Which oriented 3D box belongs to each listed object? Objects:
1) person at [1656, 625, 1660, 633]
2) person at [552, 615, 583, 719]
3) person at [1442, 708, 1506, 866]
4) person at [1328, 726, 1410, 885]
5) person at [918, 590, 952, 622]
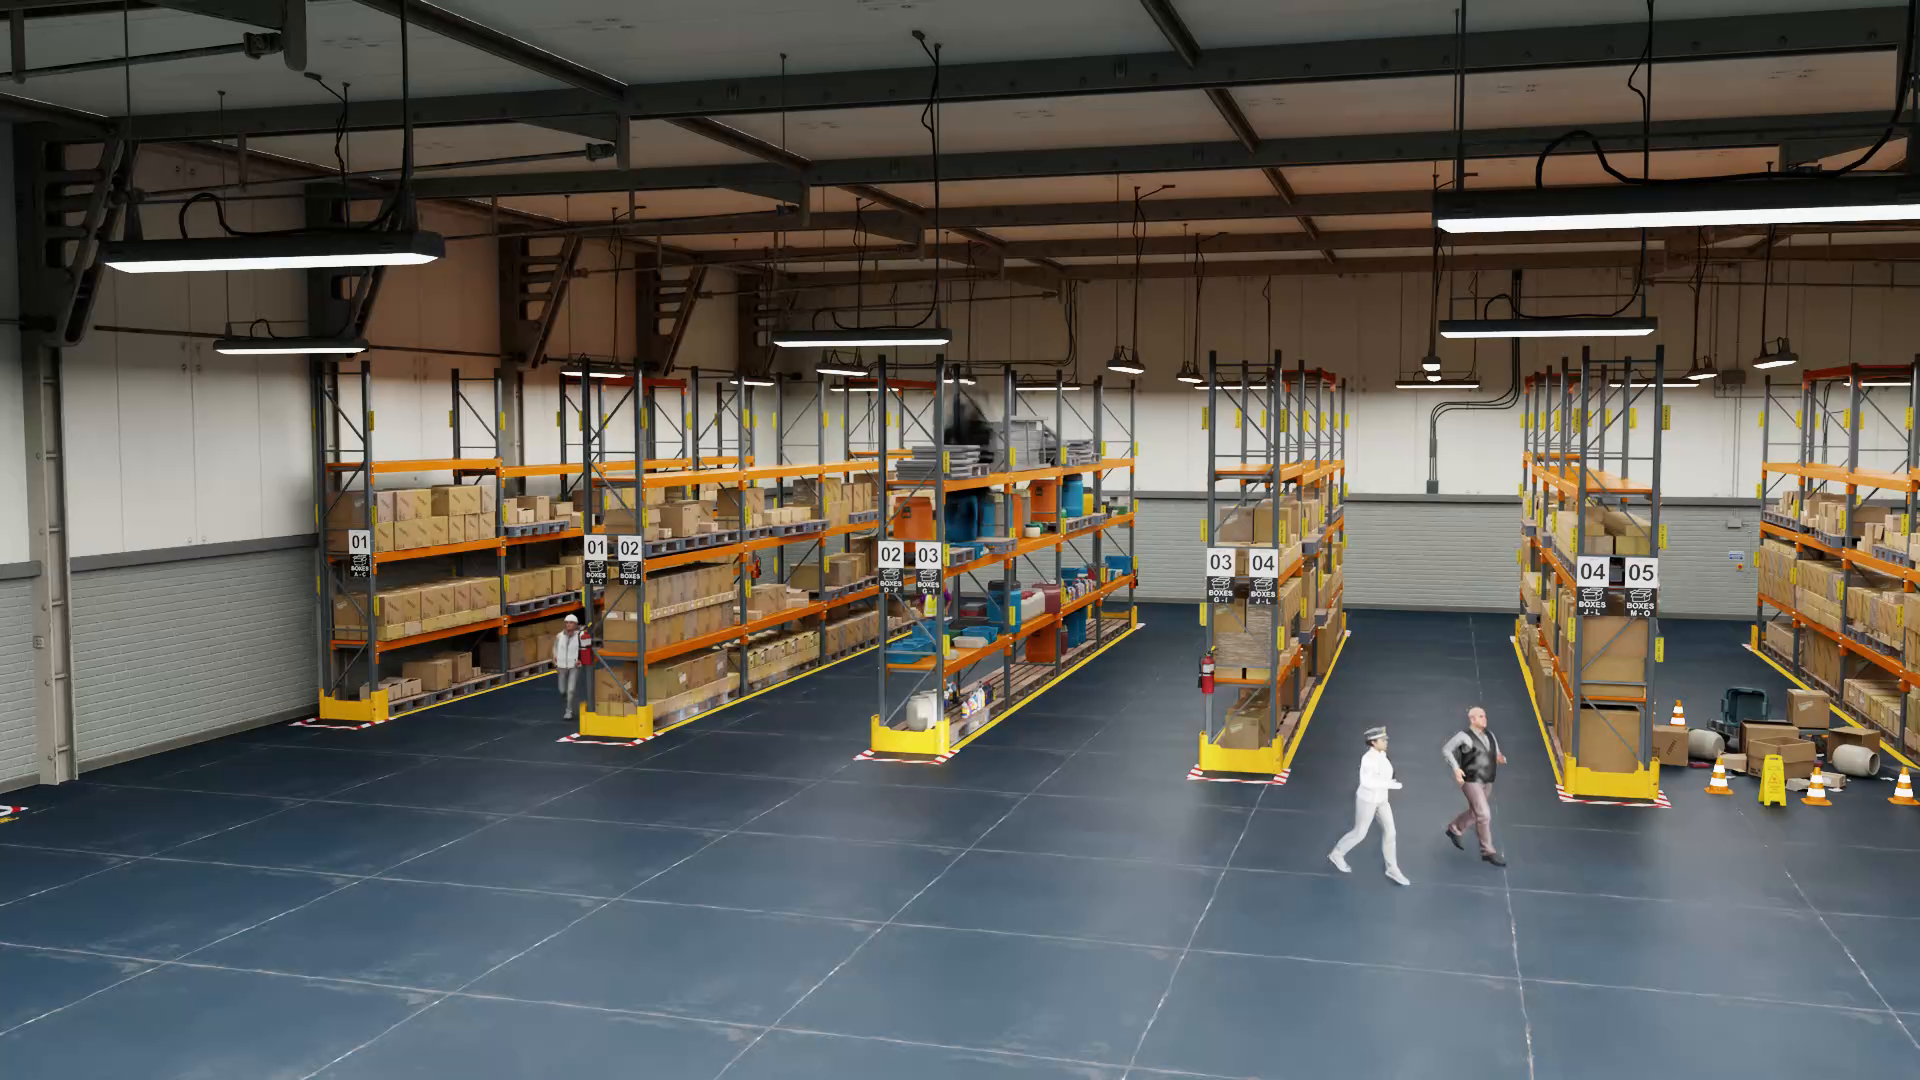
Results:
[{"bbox_3d":[15.664,1.434,38.273,0.881,1.733,0.583,2,4,21],"label":"person"},{"bbox_3d":[-6.568,2.123,28.105,0.675,1.740,0.723,0,4,2],"label":"person"},{"bbox_3d":[5.878,2.761,18.912,0.659,1.708,0.950,-3,5,-33],"label":"person"},{"bbox_3d":[4.464,2.855,18.112,0.896,1.707,0.574,4,6,42],"label":"person"},{"bbox_3d":[-0.537,1.632,35.145,0.699,1.758,0.850,0,4,7],"label":"person"}]
